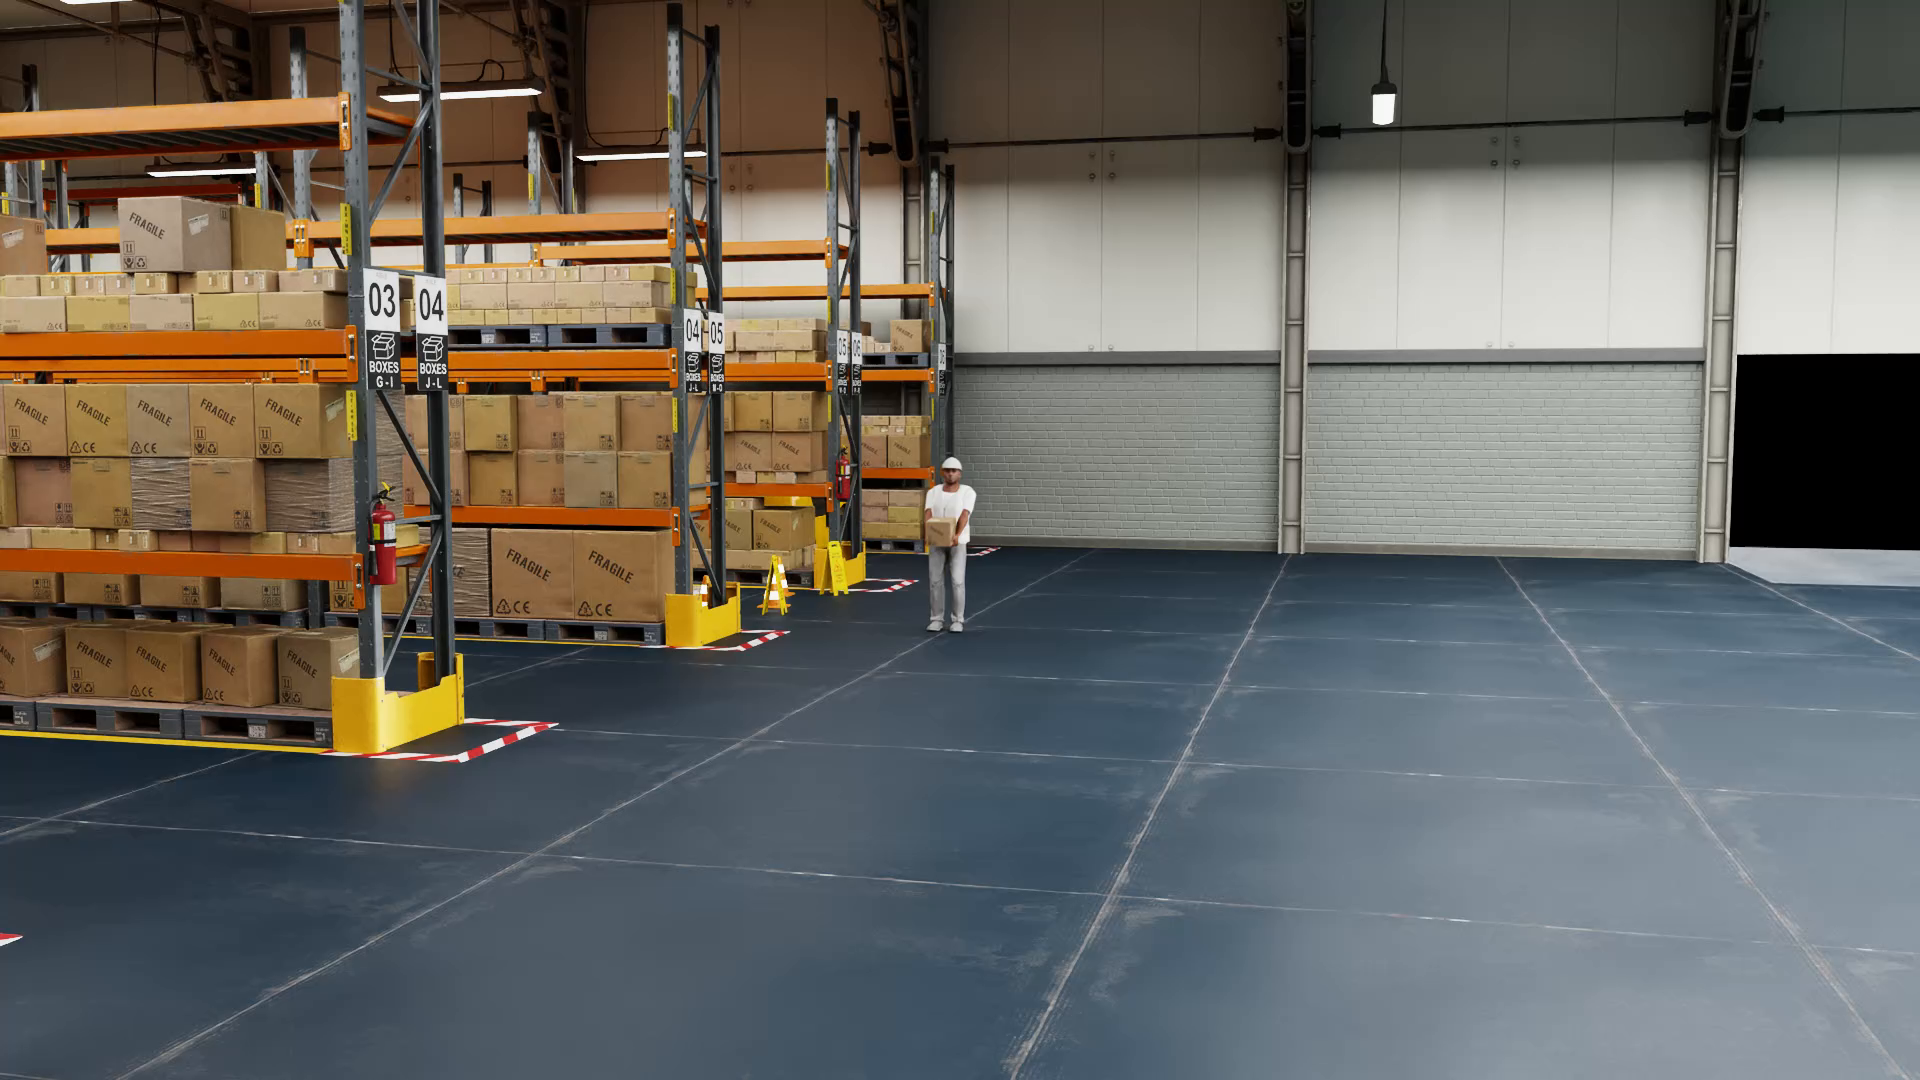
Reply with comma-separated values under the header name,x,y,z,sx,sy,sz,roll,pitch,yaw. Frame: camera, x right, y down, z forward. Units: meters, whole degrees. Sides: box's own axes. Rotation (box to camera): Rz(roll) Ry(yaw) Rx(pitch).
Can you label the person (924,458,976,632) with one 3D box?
name,x,y,z,sx,sy,sz,roll,pitch,yaw
person,-0.127,0.051,16.811,0.504,1.761,0.581,1,5,15
